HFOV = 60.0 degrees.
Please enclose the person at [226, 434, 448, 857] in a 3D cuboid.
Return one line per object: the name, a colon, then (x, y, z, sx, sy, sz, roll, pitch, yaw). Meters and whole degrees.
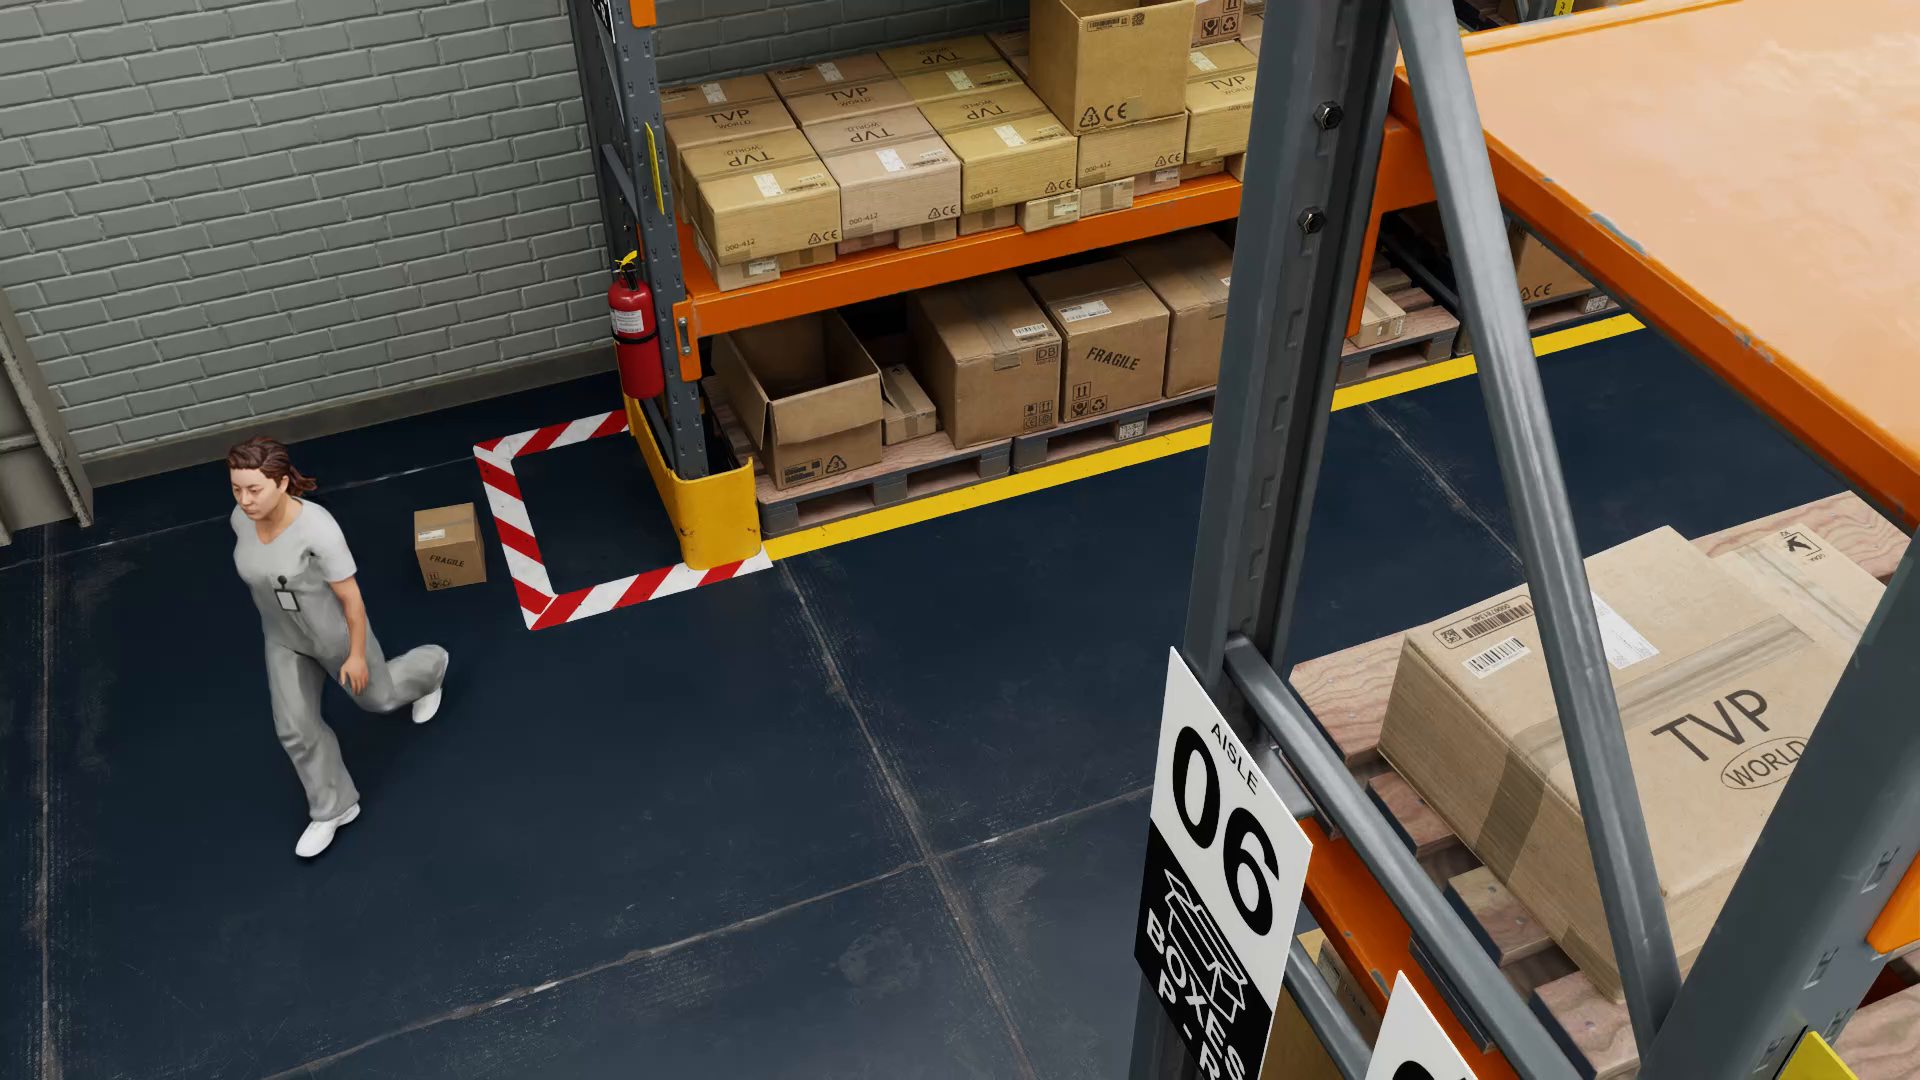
person: (-2.220, 0.286, 5.852, 0.457, 1.629, 0.943, 11, 43, 12)
